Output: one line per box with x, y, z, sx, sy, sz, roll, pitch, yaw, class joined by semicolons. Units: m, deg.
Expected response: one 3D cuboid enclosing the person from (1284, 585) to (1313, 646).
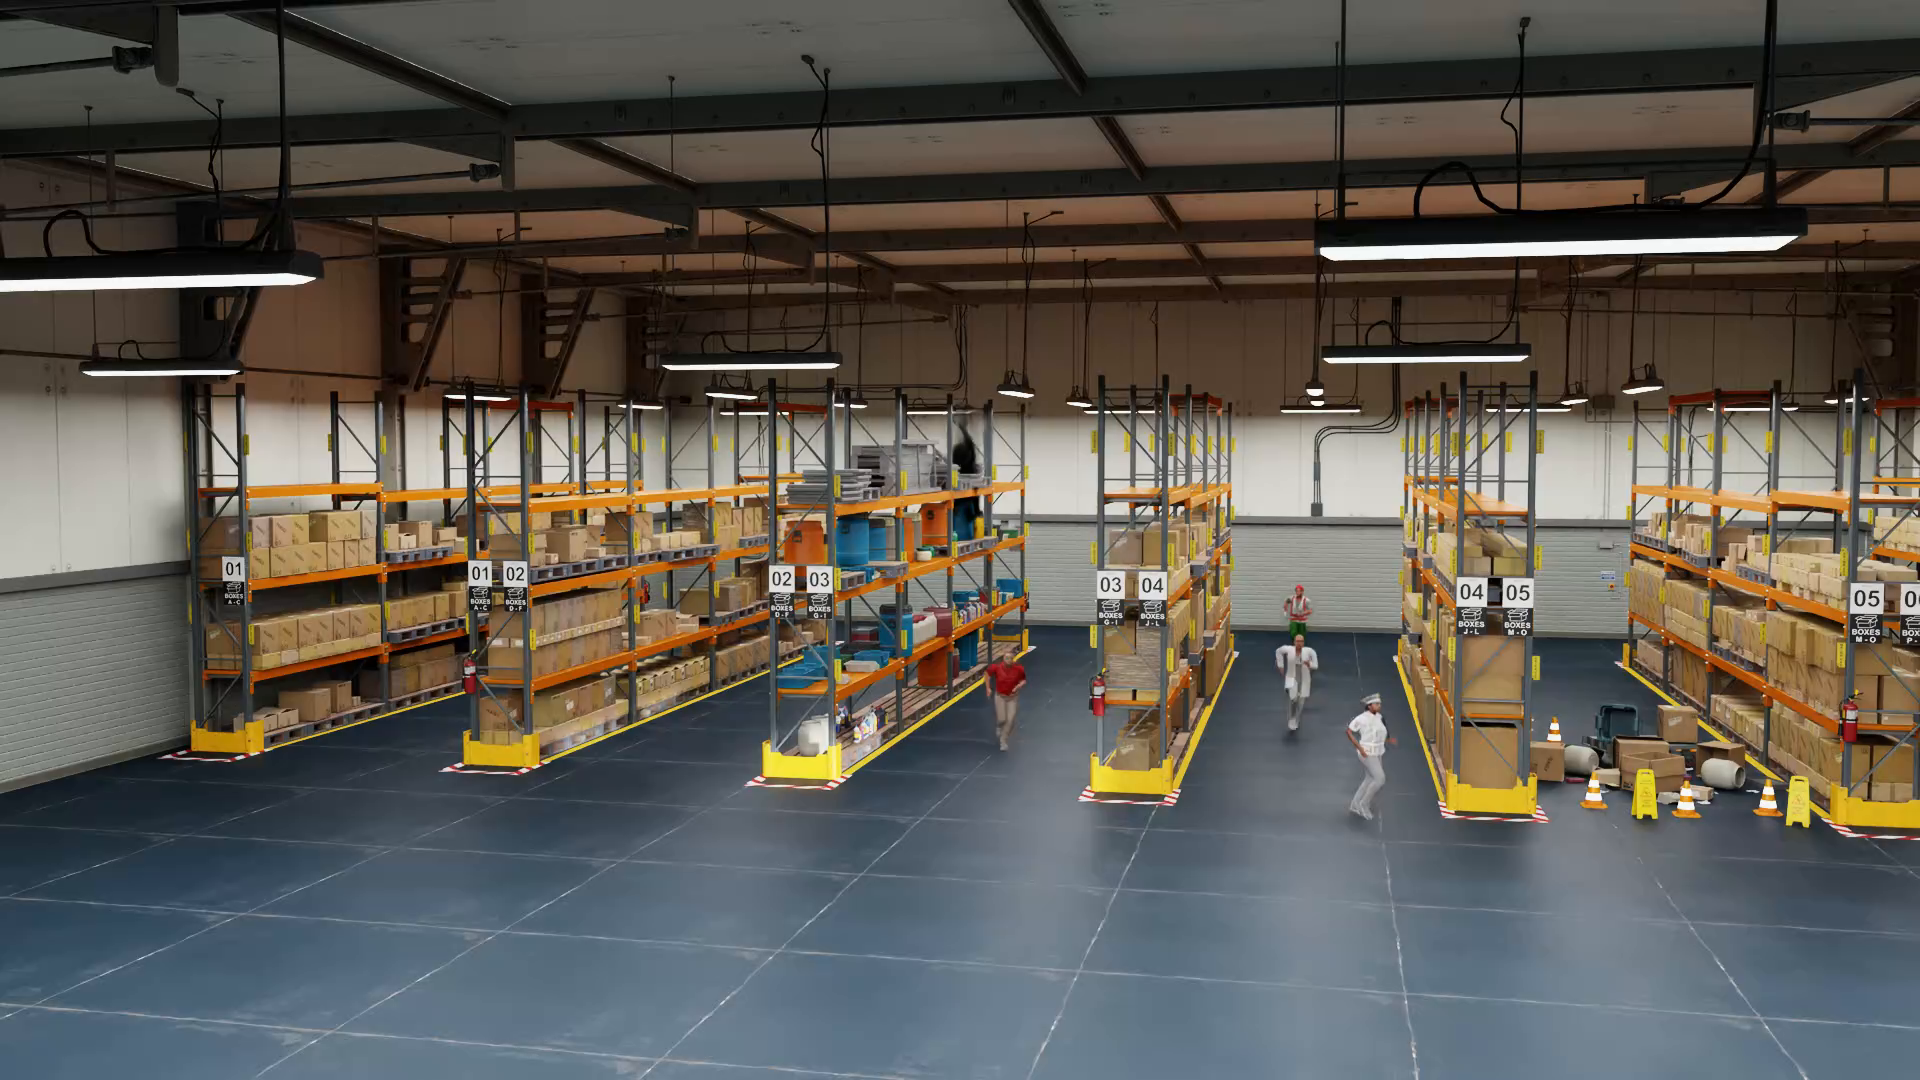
7.806;1.914;38.414;0.694;1.772;0.830;1;3;18;person

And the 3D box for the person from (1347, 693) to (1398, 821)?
5.524;2.895;22.258;0.549;1.702;0.681;-3;5;-45;person

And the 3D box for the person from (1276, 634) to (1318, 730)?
5.858;2.476;28.924;0.690;1.706;0.944;0;3;4;person

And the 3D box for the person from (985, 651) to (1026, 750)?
0.759;2.630;27.308;0.652;1.655;0.747;-1;3;-9;person
